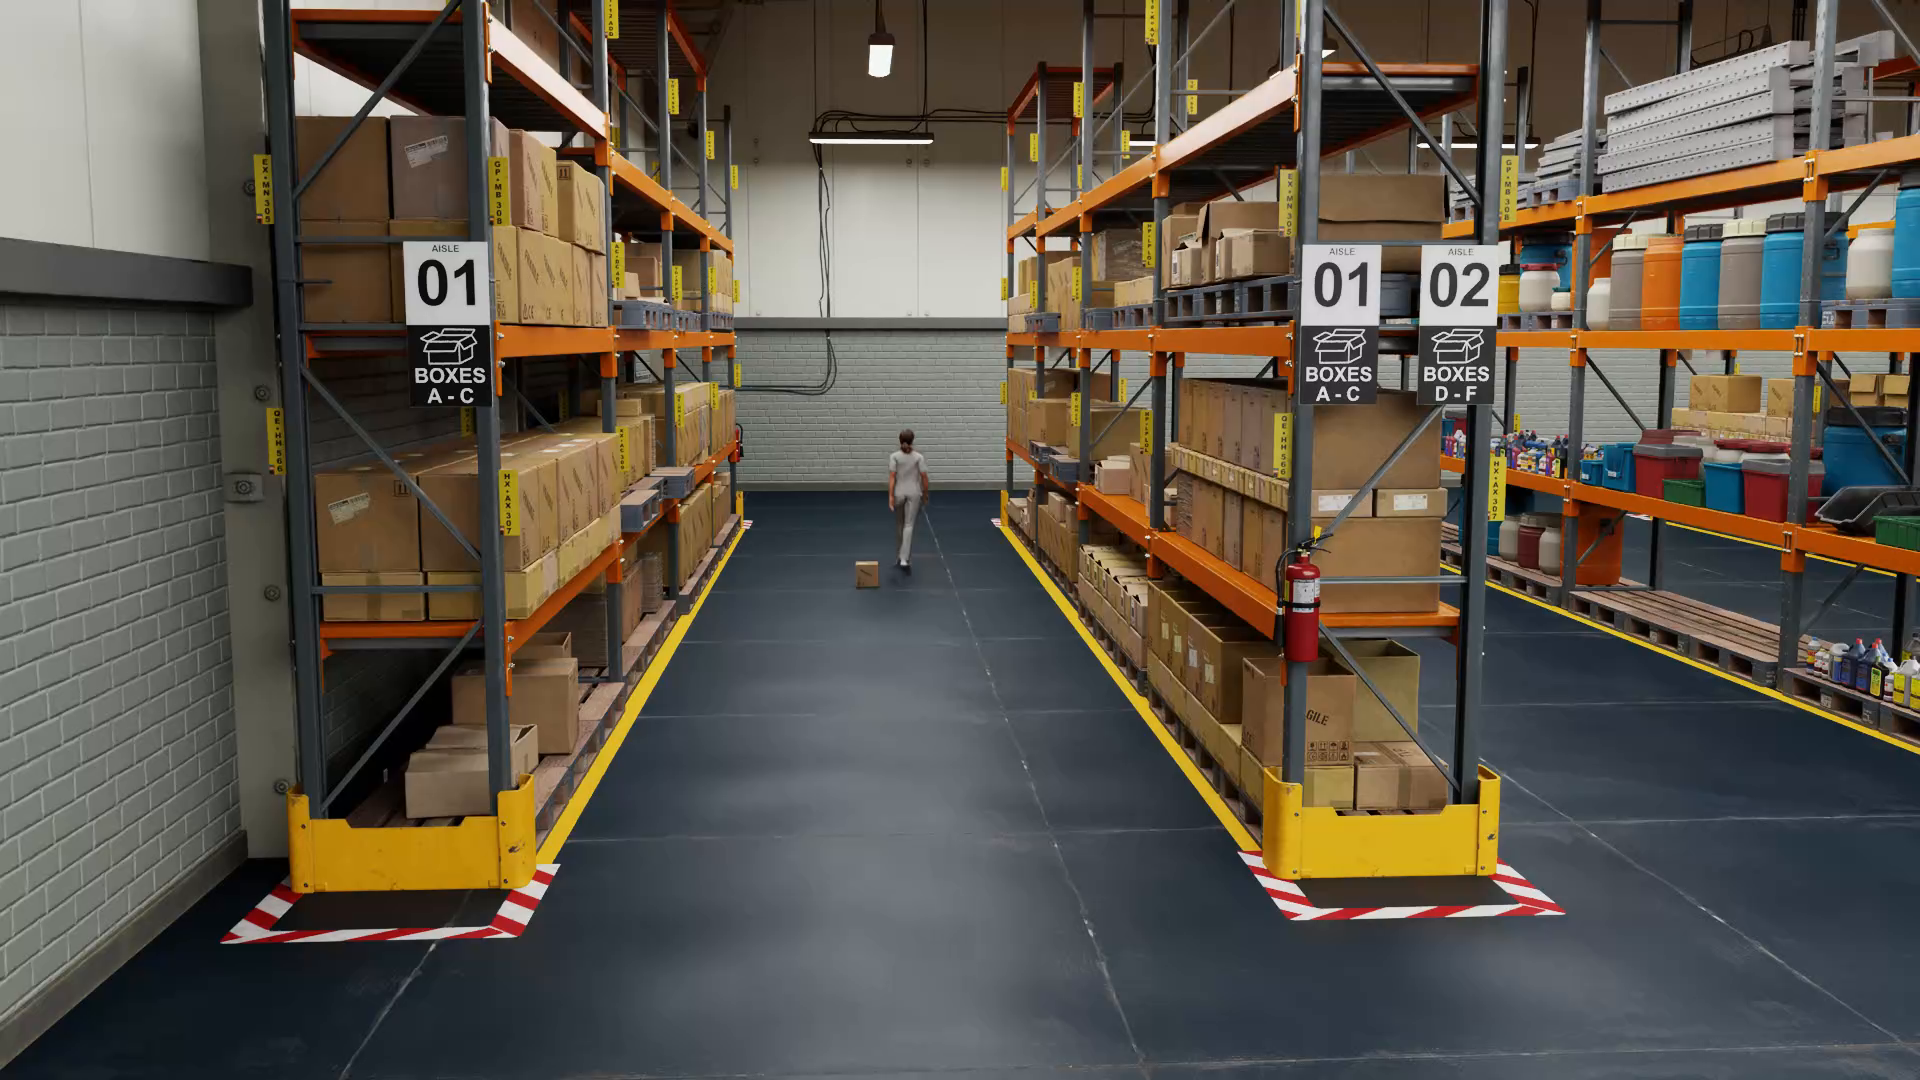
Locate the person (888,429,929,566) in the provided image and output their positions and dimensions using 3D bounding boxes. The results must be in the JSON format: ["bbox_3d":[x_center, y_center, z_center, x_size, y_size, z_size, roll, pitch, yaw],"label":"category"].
[{"bbox_3d":[-0.611,-0.529,20.014,0.462,1.616,0.987,1,7,5],"label":"person"}]
